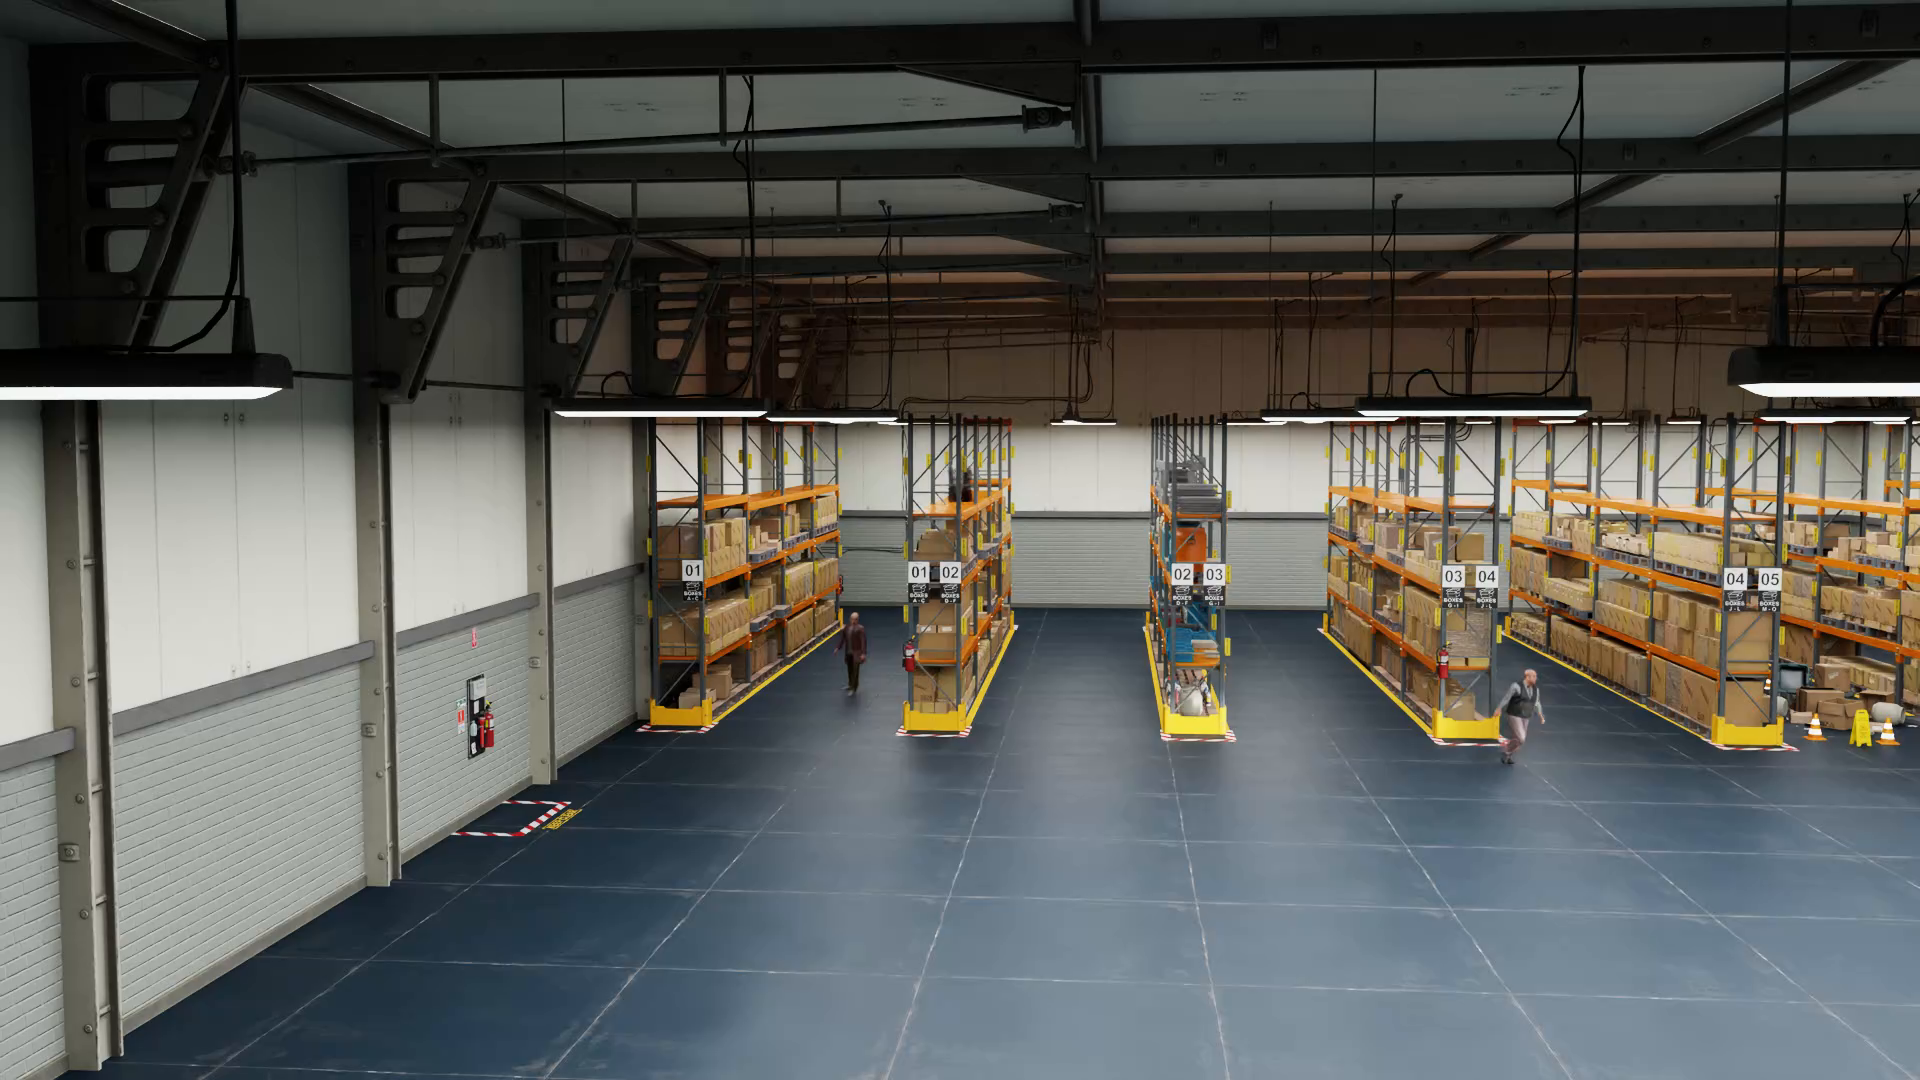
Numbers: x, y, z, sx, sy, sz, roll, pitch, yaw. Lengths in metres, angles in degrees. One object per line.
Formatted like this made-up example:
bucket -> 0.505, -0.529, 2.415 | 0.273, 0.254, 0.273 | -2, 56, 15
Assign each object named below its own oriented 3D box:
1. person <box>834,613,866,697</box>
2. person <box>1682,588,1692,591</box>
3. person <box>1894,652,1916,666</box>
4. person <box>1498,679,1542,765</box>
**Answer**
person -> -2.336, 2.442, 35.793 | 0.771, 1.778, 0.827 | 2, 5, 33
person -> 20.795, 1.648, 47.285 | 0.697, 1.783, 0.640 | -1, 4, -8
person -> 21.885, 2.274, 38.319 | 0.649, 1.755, 0.899 | 0, 4, 0
person -> 9.456, 3.079, 28.150 | 0.643, 1.487, 0.577 | -2, 4, -29
